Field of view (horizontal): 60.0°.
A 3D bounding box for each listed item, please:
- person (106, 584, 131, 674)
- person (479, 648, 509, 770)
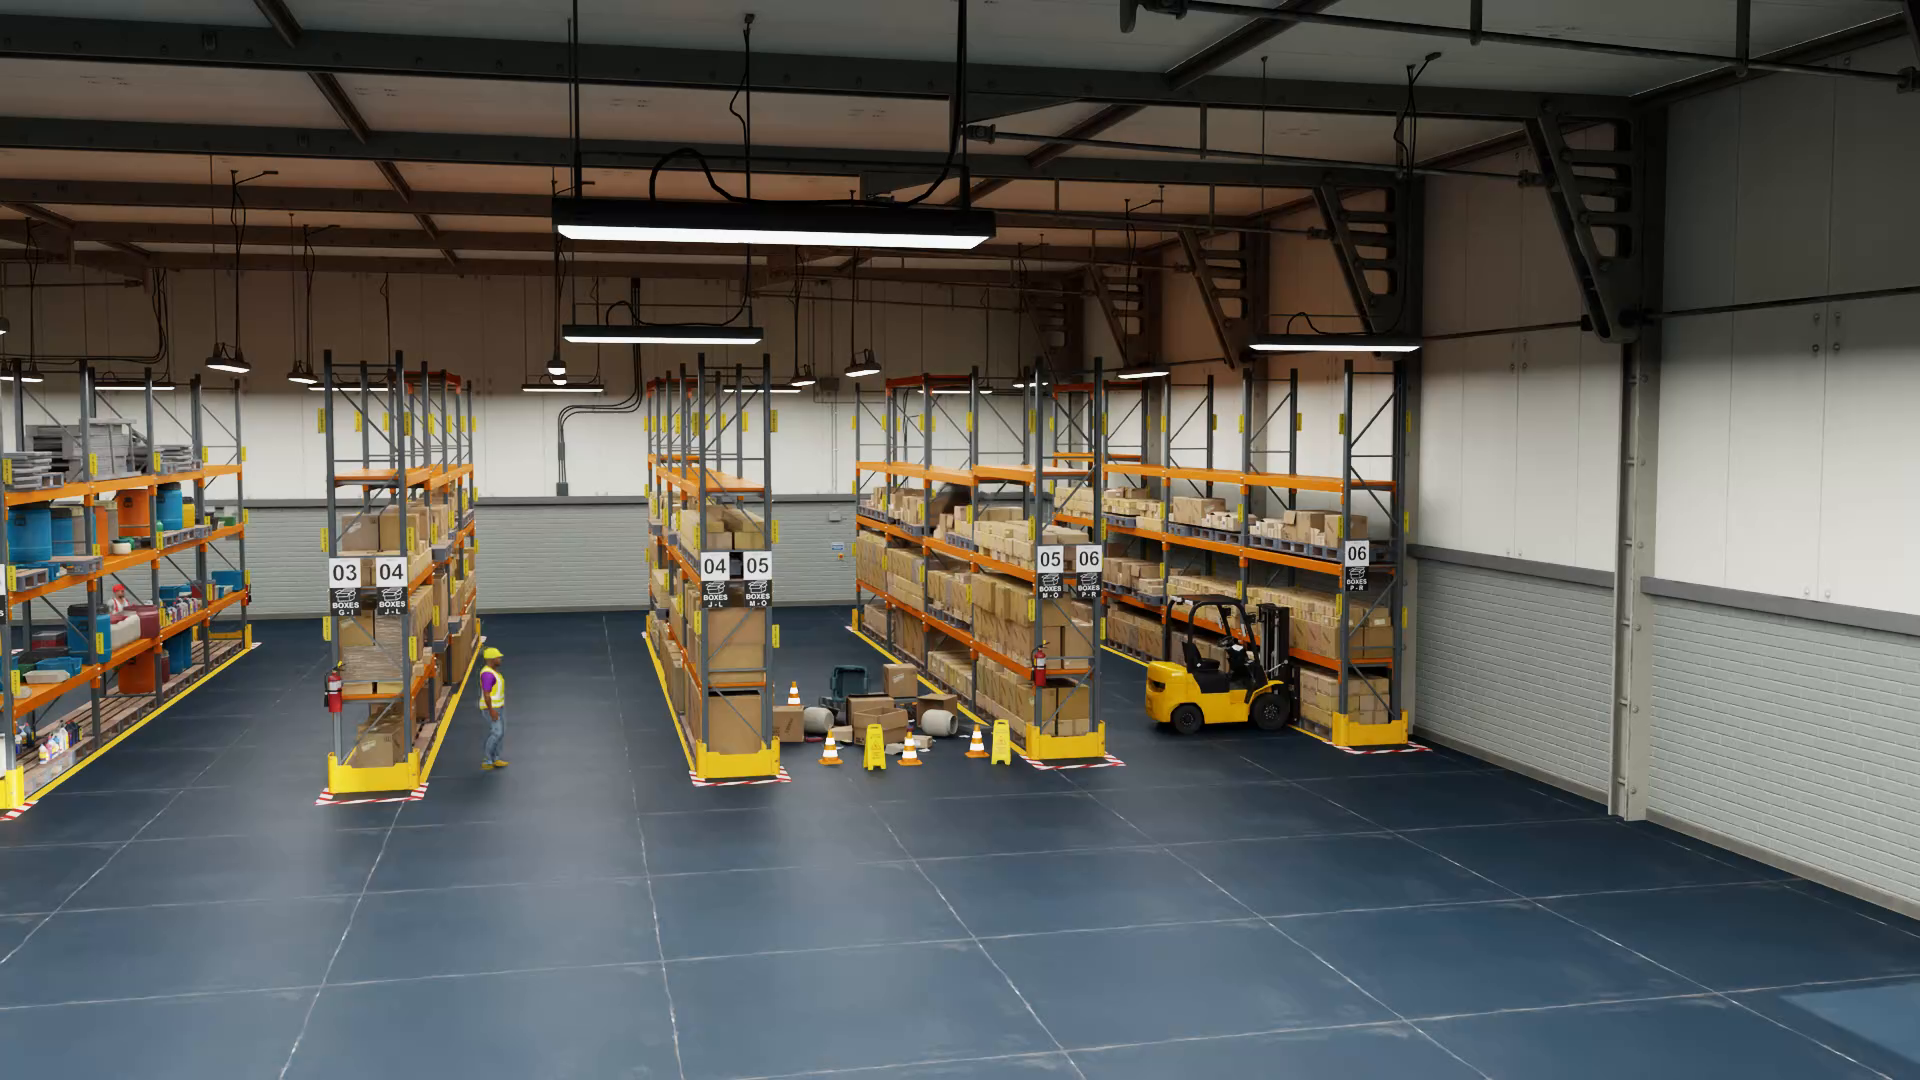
[{"bbox_3d":[-16.921,1.806,33.599,0.572,1.829,0.496,-4,6,-44],"label":"person"},{"bbox_3d":[-6.806,2.486,24.277,0.410,1.837,0.619,0,4,6],"label":"person"}]
